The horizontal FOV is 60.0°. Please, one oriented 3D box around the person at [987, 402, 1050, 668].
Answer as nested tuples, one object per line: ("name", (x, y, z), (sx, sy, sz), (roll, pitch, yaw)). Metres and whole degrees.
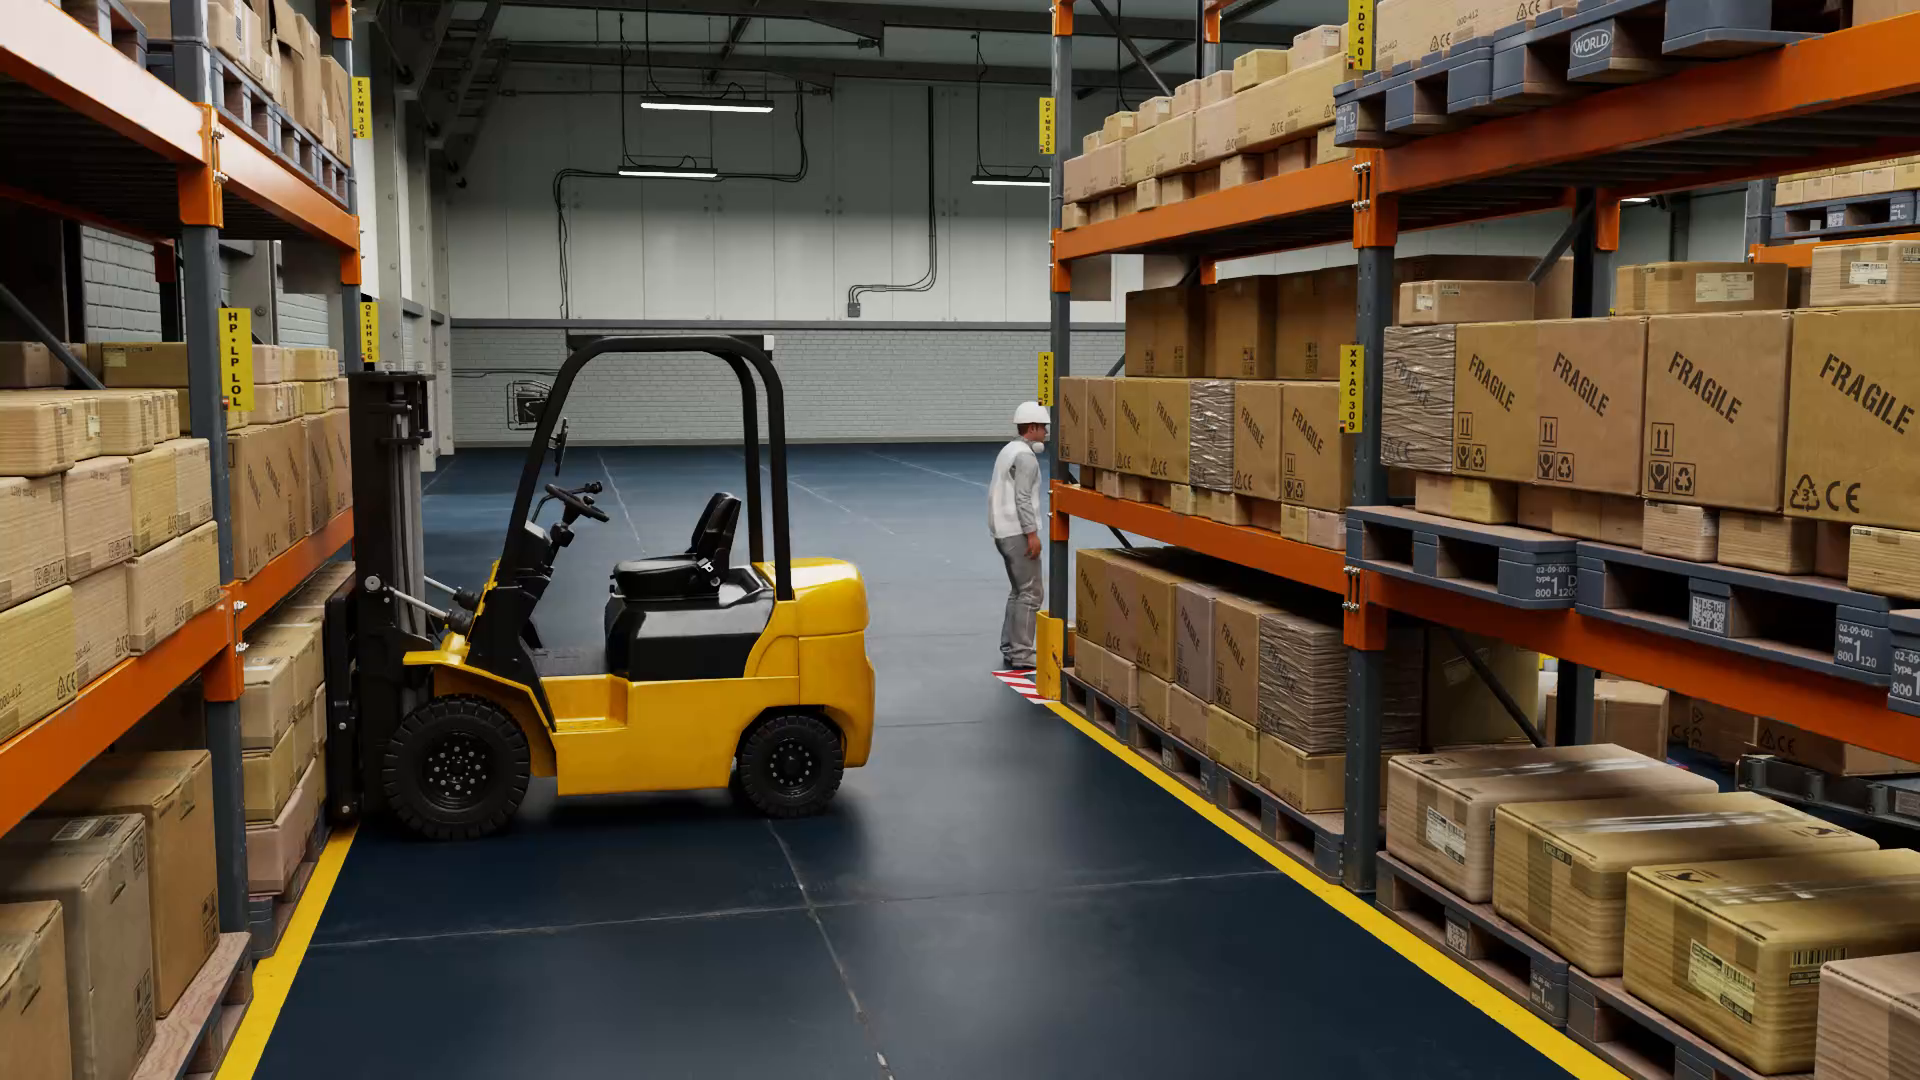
("person", (0.422, -0.046, 11.252), (0.463, 1.770, 0.578), (-1, 6, -9))
